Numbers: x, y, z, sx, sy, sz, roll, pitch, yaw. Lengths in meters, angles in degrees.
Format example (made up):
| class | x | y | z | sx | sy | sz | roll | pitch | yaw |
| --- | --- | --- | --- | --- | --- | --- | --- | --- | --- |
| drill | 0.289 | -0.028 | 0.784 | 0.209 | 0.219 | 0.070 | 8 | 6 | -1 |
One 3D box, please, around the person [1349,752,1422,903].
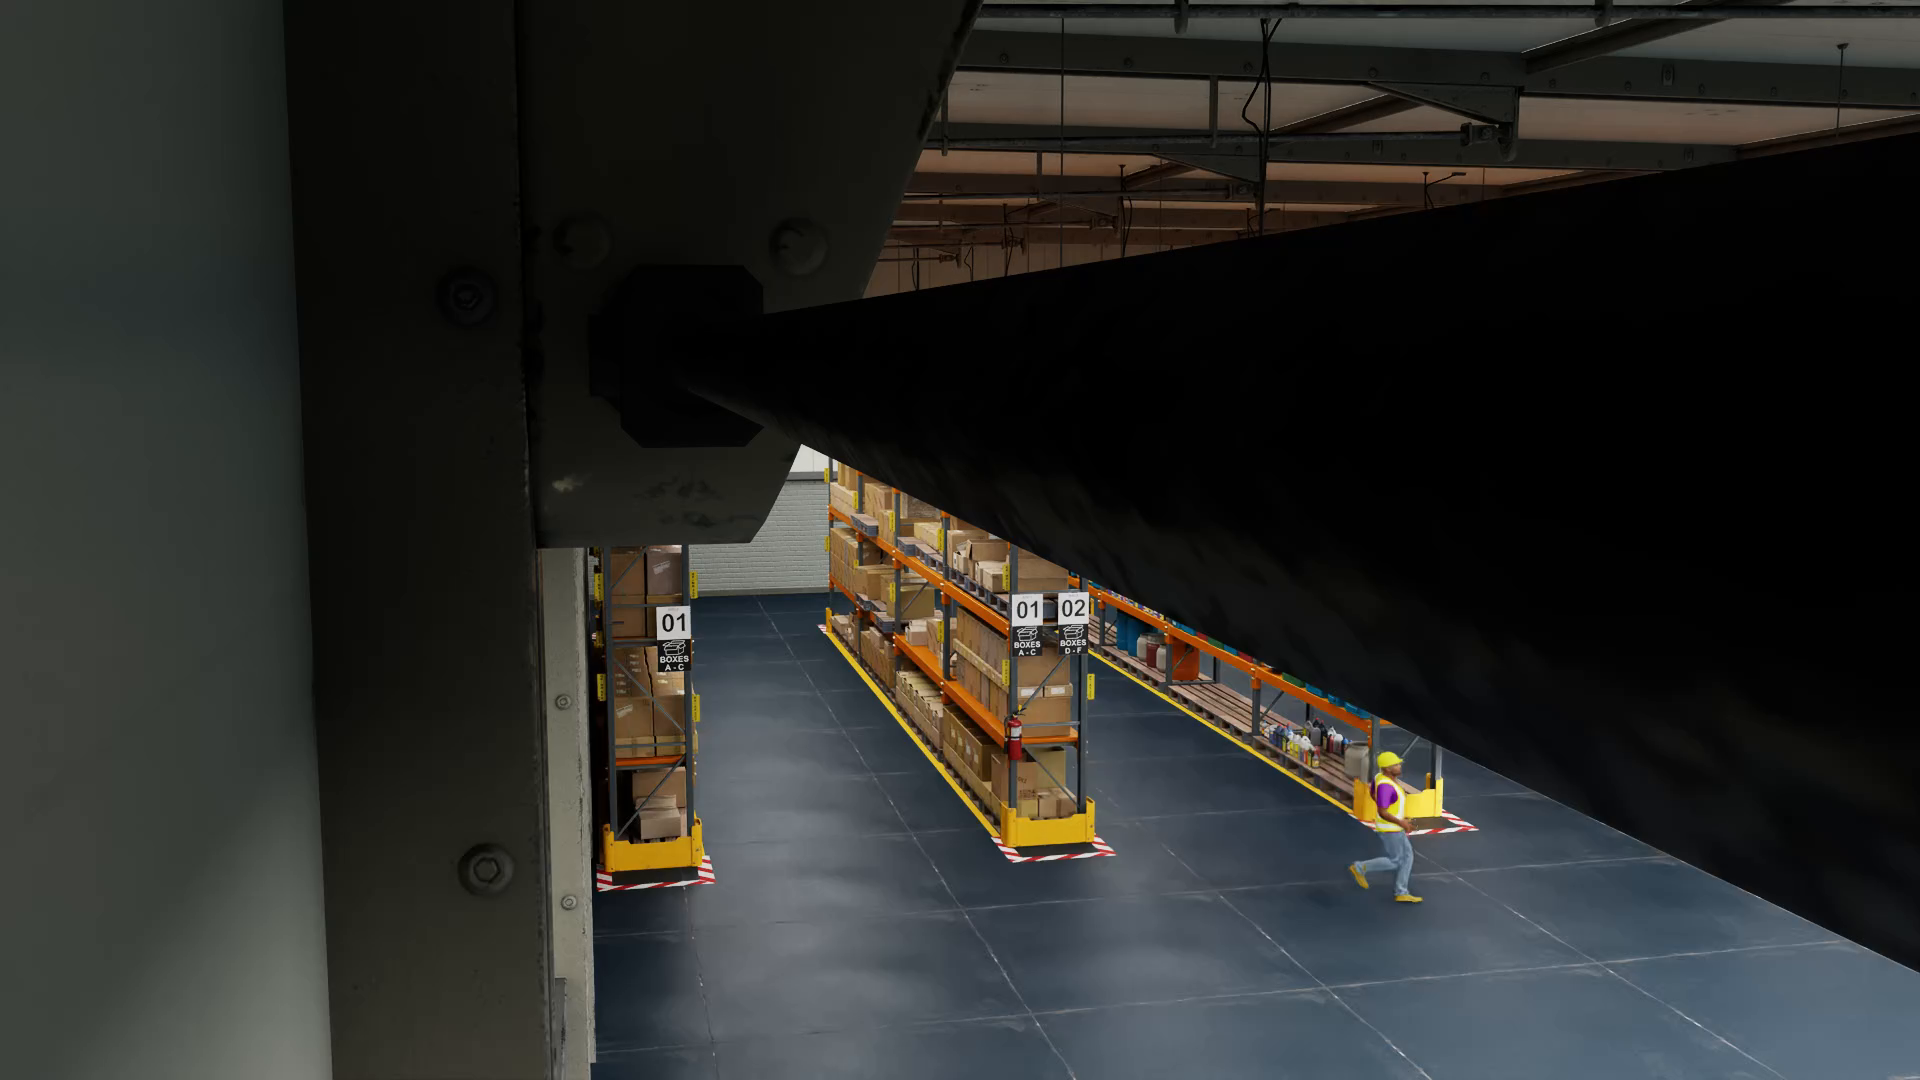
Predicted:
| class | x | y | z | sx | sy | sz | roll | pitch | yaw |
| --- | --- | --- | --- | --- | --- | --- | --- | --- | --- |
| person | 4.851 | 3.248 | 18.861 | 0.815 | 1.727 | 0.712 | 2 | 7 | 14 |
